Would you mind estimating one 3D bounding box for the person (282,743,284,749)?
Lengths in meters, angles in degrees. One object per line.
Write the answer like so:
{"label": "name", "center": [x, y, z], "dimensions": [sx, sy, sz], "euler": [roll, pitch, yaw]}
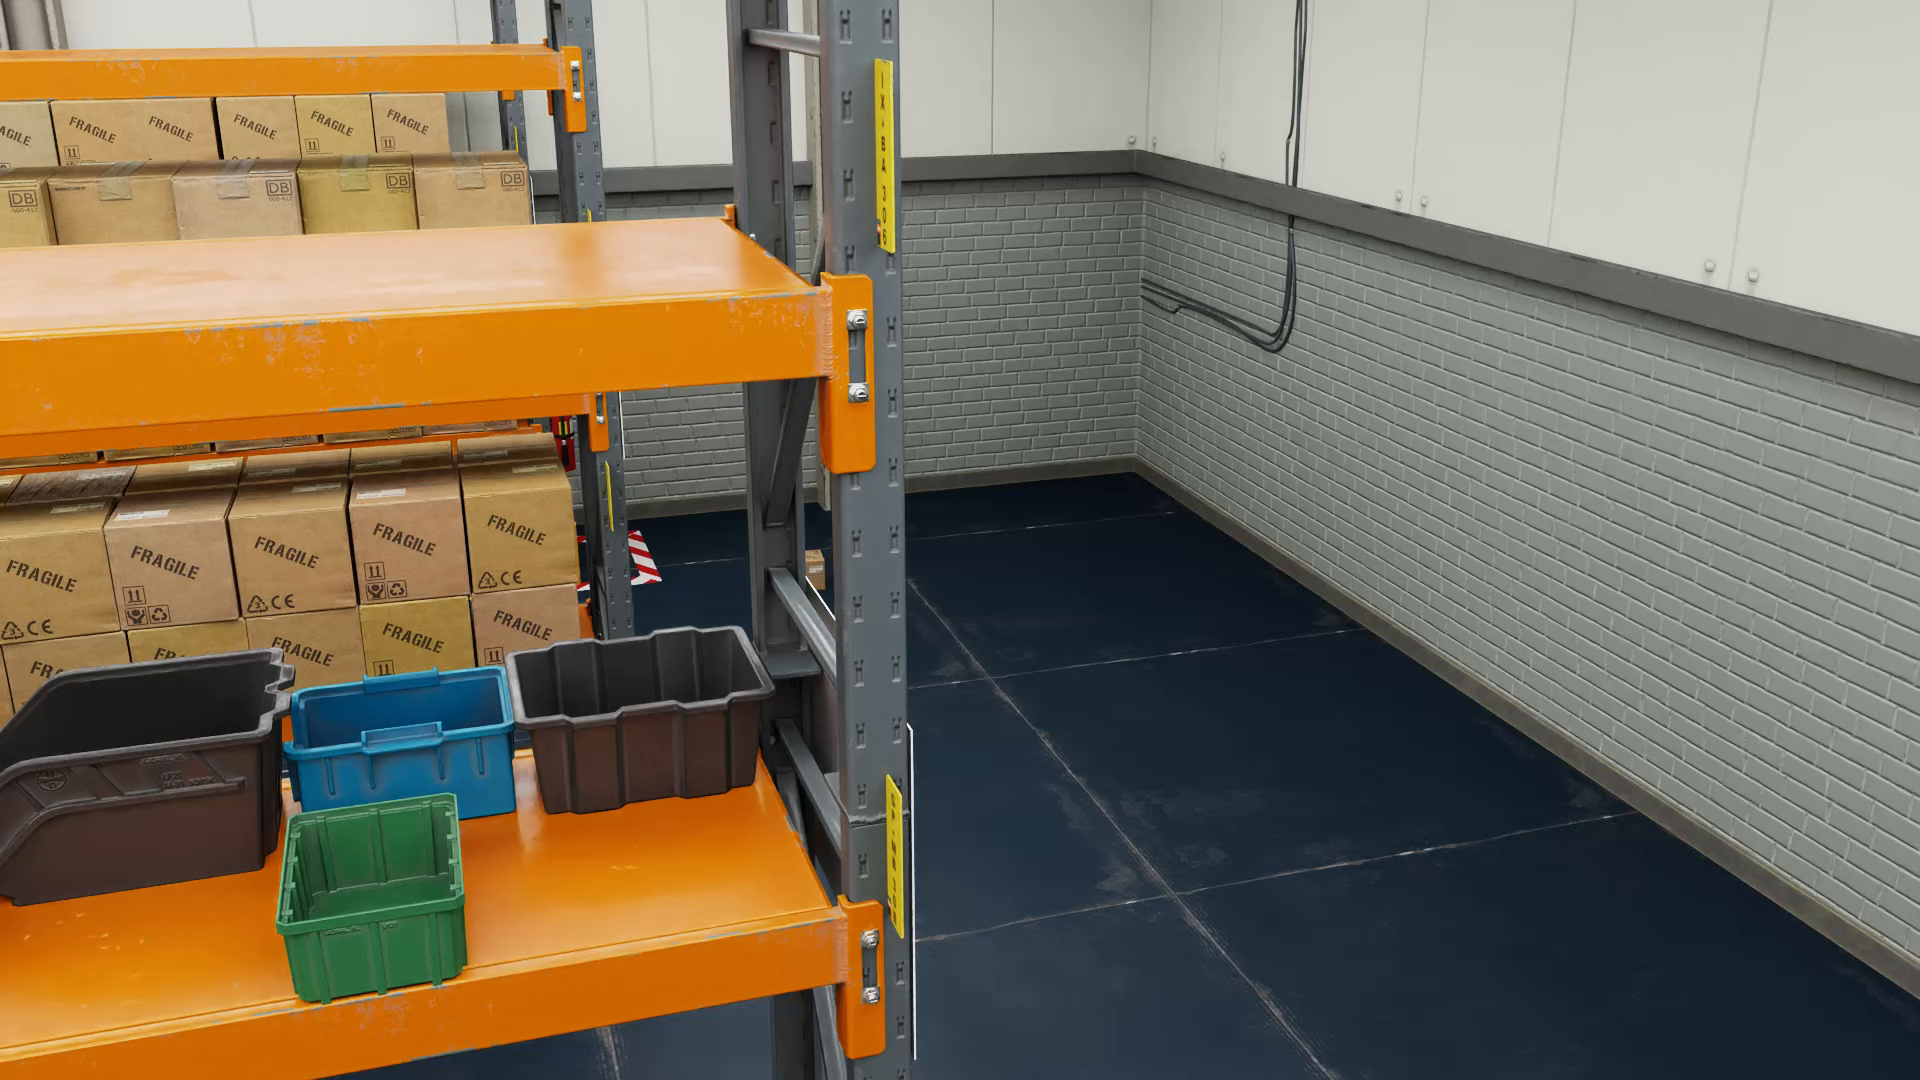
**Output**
{"label": "person", "center": [-3.942, 0.387, 10.454], "dimensions": [1.046, 1.740, 0.575], "euler": [-13, 23, -34]}
